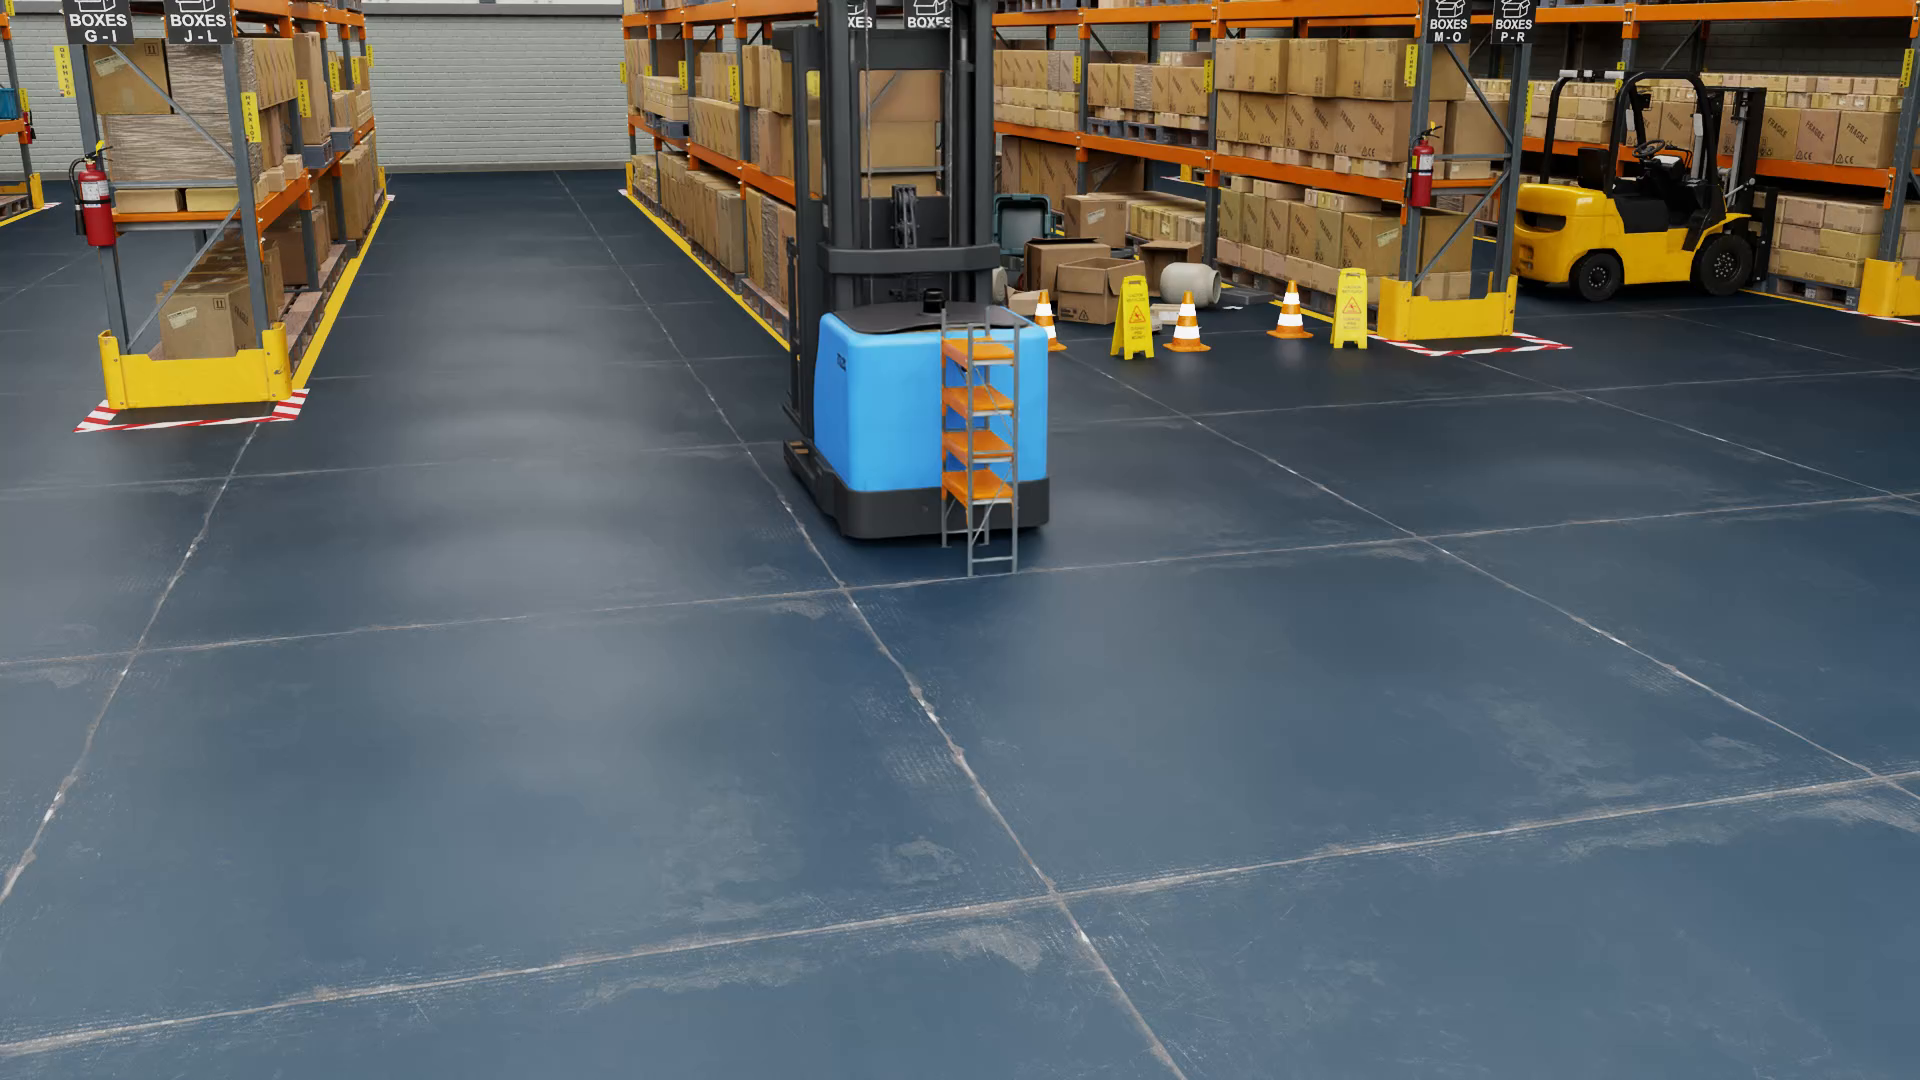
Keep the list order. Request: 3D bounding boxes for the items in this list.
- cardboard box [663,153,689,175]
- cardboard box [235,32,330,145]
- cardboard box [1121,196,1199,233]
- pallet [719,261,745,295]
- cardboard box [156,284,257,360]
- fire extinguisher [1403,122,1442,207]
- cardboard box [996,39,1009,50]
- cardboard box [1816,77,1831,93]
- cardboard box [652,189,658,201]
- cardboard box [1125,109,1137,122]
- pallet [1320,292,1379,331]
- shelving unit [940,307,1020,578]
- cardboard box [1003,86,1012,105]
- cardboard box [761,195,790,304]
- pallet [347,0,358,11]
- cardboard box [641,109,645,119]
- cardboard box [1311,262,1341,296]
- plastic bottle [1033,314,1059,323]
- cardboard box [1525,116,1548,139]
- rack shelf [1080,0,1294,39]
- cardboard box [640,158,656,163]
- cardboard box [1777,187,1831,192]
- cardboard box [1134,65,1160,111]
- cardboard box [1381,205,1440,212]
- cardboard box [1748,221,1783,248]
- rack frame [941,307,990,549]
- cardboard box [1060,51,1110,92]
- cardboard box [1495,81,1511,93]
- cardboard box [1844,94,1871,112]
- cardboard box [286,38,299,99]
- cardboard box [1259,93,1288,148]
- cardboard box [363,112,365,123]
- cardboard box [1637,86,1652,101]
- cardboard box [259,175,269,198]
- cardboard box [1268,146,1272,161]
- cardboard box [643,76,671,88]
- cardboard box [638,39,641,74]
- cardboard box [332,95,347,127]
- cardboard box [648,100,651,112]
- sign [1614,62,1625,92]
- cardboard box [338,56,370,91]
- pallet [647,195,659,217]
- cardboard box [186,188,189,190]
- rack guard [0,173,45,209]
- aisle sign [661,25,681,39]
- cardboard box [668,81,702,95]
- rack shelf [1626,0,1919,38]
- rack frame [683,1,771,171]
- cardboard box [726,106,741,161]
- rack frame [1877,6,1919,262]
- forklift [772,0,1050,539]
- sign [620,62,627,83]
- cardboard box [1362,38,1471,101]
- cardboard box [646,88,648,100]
[{"bbox_3d":[-3.728,-5.078,22.454,0.500,0.250,0.500,-4,17,-14],"label":"cardboard box"},{"bbox_3d":[-6.508,-4.229,15.545,1.000,1.000,1.000,-5,17,-15],"label":"cardboard box"},{"bbox_3d":[2.361,-3.982,20.332,0.950,0.372,0.625,-5,17,-16],"label":"cardboard box"},{"bbox_3d":[-1.912,-2.746,17.228,1.003,0.211,1.213,-5,17,-15],"label":"pallet"},{"bbox_3d":[-5.480,-1.582,12.119,0.500,0.500,0.500,-1,17,-5],"label":"cardboard box"},{"bbox_3d":[3.792,-3.082,13.633,0.296,0.674,0.183,-5,17,-15],"label":"fire extinguisher"},{"bbox_3d":[0.515,-7.404,24.847,0.380,0.149,0.250,-5,17,-16],"label":"cardboard box"},{"bbox_3d":[8.482,-4.375,15.984,0.380,0.149,0.250,-5,17,-15],"label":"cardboard box"},{"bbox_3d":[-4.261,-5.004,24.124,0.380,0.149,0.250,-4,17,-15],"label":"cardboard box"},{"bbox_3d":[2.189,-5.078,19.849,0.380,0.149,0.250,-4,17,-12],"label":"cardboard box"},{"bbox_3d":[3.993,-2.100,15.077,1.003,0.211,1.213,-5,17,-15],"label":"pallet"},{"bbox_3d":[0.090,-0.472,7.939,0.258,1.200,0.503,-4,17,-14],"label":"shelving unit"},{"bbox_3d":[0.926,-6.388,23.896,0.500,0.250,0.500,-4,17,-14],"label":"cardboard box"},{"bbox_3d":[-1.270,-2.629,14.954,0.875,0.875,0.875,-5,17,-15],"label":"cardboard box"},{"bbox_3d":[-9.169,-7.681,23.749,1.003,0.211,1.213,-5,17,-15],"label":"pallet"},{"bbox_3d":[-4.628,-6.454,25.161,0.380,0.149,0.250,-4,17,-14],"label":"cardboard box"},{"bbox_3d":[3.588,-2.418,15.336,0.500,0.250,0.500,-5,17,-15],"label":"cardboard box"},{"bbox_3d":[0.758,-2.015,15.054,0.133,0.061,0.283,-12,20,-34],"label":"plastic bottle"},{"bbox_3d":[7.235,-5.012,20.185,0.500,0.250,0.500,-5,17,-15],"label":"cardboard box"},{"bbox_3d":[2.555,-5.939,19.045,1.077,0.370,4.000,-5,17,-15],"label":"rack shelf"},{"bbox_3d":[-4.823,-5.934,26.184,0.380,0.149,0.250,-6,18,-18],"label":"cardboard box"},{"bbox_3d":[8.623,-3.511,17.238,0.500,0.250,0.500,-5,17,-16],"label":"cardboard box"},{"bbox_3d":[2.338,-5.220,19.194,0.500,0.500,0.500,-5,18,-17],"label":"cardboard box"},{"bbox_3d":[4.093,-2.826,15.393,0.500,0.500,0.500,-5,18,-17],"label":"cardboard box"},{"bbox_3d":[8.251,-3.095,16.722,0.500,0.250,0.500,-5,17,-17],"label":"cardboard box"},{"bbox_3d":[0.027,-0.540,8.165,0.240,1.200,0.015,-4,17,-14],"label":"rack frame"},{"bbox_3d":[1.611,-6.049,21.464,0.500,0.500,0.500,-5,17,-17],"label":"cardboard box"},{"bbox_3d":[6.946,-5.684,20.860,0.380,0.149,0.250,-4,17,-14],"label":"cardboard box"},{"bbox_3d":[8.512,-4.081,15.523,0.380,0.149,0.250,-4,17,-14],"label":"cardboard box"},{"bbox_3d":[-6.036,-4.077,14.380,0.500,0.500,0.500,-5,17,-15],"label":"cardboard box"},{"bbox_3d":[3.243,-4.063,16.074,0.500,0.500,0.500,-5,17,-16],"label":"cardboard box"},{"bbox_3d":[-8.674,-6.000,23.648,0.380,0.149,0.250,-5,17,-16],"label":"cardboard box"},{"bbox_3d":[7.711,-4.937,18.371,0.380,0.149,0.250,-5,17,-16],"label":"cardboard box"},{"bbox_3d":[-5.429,-2.659,12.528,0.380,0.149,0.250,-5,17,-15],"label":"cardboard box"},{"bbox_3d":[3.242,-3.781,16.264,0.380,0.149,0.250,-5,17,-16],"label":"cardboard box"},{"bbox_3d":[-4.160,-6.308,22.909,0.380,0.149,0.250,-4,17,-12],"label":"cardboard box"},{"bbox_3d":[-4.489,-7.150,24.613,0.500,0.500,0.500,-4,17,-14],"label":"cardboard box"},{"bbox_3d":[-7.683,-5.104,20.057,0.500,0.500,0.500,-5,17,-16],"label":"cardboard box"},{"bbox_3d":[-4.013,-5.877,22.510,0.380,0.149,0.250,-5,17,-15],"label":"cardboard box"},{"bbox_3d":[7.357,-5.158,18.535,0.100,0.325,0.005,-5,17,-15],"label":"sign"},{"bbox_3d":[-9.335,-7.145,25.465,0.500,0.500,0.500,-4,17,-15],"label":"cardboard box"},{"bbox_3d":[-4.045,-4.935,24.513,1.003,0.211,1.213,-5,17,-15],"label":"pallet"},{"bbox_3d":[-5.842,-2.551,12.166,0.380,0.149,0.250,-5,17,-15],"label":"cardboard box"},{"bbox_3d":[-14.503,-5.246,25.048,1.175,0.500,0.348,-5,17,-15],"label":"rack guard"},{"bbox_3d":[-4.657,-8.483,26.958,0.394,0.787,0.004,-5,17,-15],"label":"aisle sign"},{"bbox_3d":[-3.302,-5.446,20.040,0.380,0.149,0.250,-5,18,-17],"label":"cardboard box"},{"bbox_3d":[8.425,-5.226,16.672,1.077,0.370,4.000,-5,17,-15],"label":"rack shelf"},{"bbox_3d":[-2.727,-4.981,19.819,1.000,3.000,0.127,-5,17,-15],"label":"rack frame"},{"bbox_3d":[-2.028,-4.045,16.532,0.500,0.500,0.500,-5,17,-16],"label":"cardboard box"},{"bbox_3d":[8.975,-3.581,15.158,1.000,3.000,0.127,-5,17,-15],"label":"rack frame"},{"bbox_3d":[-0.419,-1.792,9.324,1.130,2.935,3.031,-4,17,-14],"label":"forklift"},{"bbox_3d":[-5.447,-7.565,26.918,0.100,0.325,0.005,-5,17,-15],"label":"sign"},{"bbox_3d":[3.853,-3.980,14.060,0.700,0.500,0.500,-5,17,-17],"label":"cardboard box"},{"bbox_3d":[-4.087,-6.094,22.714,0.380,0.149,0.250,-5,17,-16],"label":"cardboard box"}]
